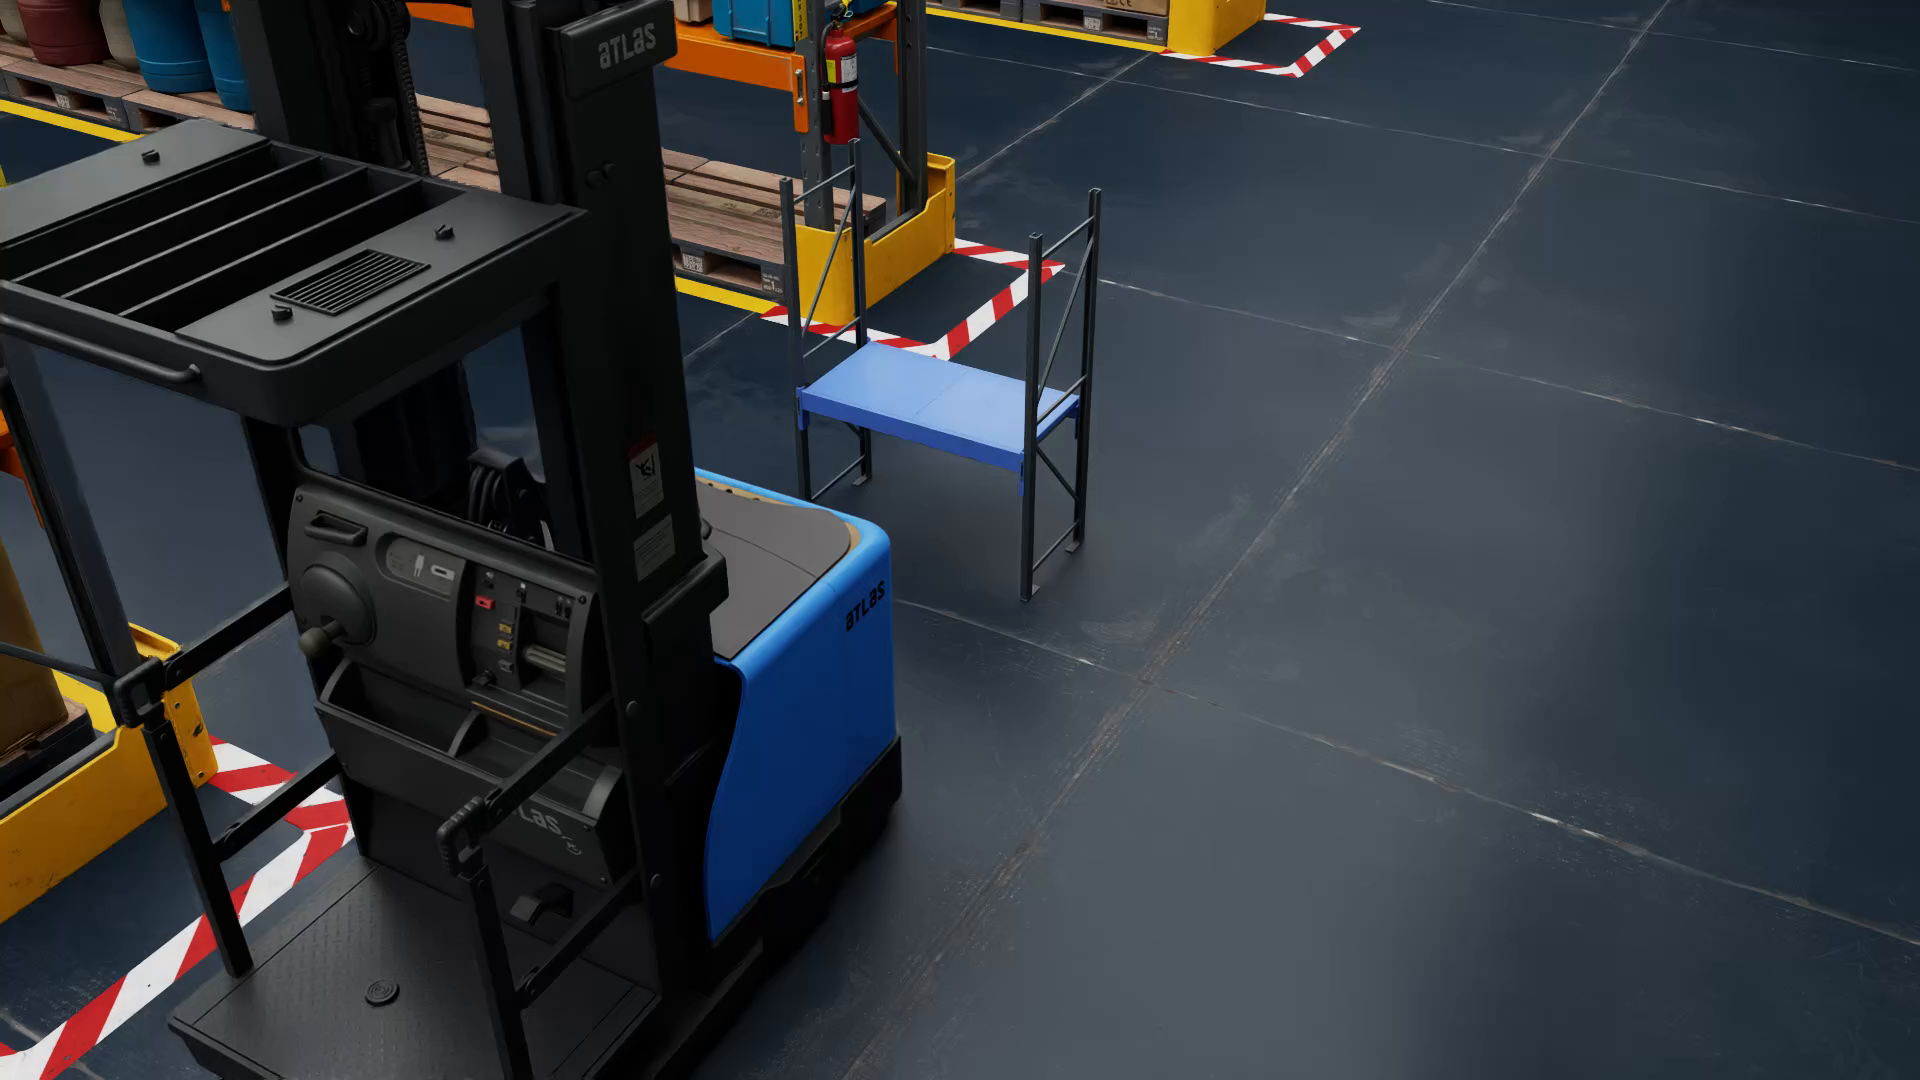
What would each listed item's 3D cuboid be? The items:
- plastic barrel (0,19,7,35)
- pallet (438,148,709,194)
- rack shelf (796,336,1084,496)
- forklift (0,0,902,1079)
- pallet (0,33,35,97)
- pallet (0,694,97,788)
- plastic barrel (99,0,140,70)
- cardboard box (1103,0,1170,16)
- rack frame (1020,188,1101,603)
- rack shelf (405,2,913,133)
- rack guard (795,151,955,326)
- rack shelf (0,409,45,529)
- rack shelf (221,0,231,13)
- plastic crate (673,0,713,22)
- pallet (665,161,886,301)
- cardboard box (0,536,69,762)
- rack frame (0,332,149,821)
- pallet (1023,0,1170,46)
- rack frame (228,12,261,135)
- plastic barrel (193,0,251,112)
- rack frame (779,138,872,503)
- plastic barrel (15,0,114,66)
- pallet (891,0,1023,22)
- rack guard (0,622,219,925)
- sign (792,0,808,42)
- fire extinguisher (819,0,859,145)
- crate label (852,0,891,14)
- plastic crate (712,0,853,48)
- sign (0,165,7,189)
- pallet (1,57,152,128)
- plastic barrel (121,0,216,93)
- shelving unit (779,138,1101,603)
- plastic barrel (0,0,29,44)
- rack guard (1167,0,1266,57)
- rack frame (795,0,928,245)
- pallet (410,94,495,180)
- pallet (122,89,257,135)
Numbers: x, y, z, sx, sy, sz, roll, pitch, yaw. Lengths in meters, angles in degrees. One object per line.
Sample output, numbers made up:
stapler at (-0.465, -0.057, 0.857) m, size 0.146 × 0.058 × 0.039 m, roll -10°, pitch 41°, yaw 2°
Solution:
plastic barrel at (-6.983, -3.984, 11.606) m, size 0.708 × 0.830 × 0.600 m, roll 18°, pitch 37°, yaw 24°
pallet at (-2.223, -2.060, 9.653) m, size 1.213 × 0.211 × 1.003 m, roll 18°, pitch 37°, yaw 24°
rack shelf at (-0.074, -0.498, 6.469) m, size 1.000 × 0.185 × 0.538 m, roll 18°, pitch 37°, yaw 24°
forklift at (-1.341, 0.219, 3.777) m, size 1.130 × 2.935 × 3.031 m, roll 17°, pitch 37°, yaw 24°
pallet at (-6.711, -3.482, 11.788) m, size 1.213 × 0.211 × 1.003 m, roll 18°, pitch 37°, yaw 24°
pallet at (-3.662, 0.723, 5.474) m, size 1.213 × 0.211 × 1.003 m, roll 18°, pitch 37°, yaw 24°
plastic barrel at (-5.468, -3.429, 11.059) m, size 0.421 × 0.512 × 0.421 m, roll 0°, pitch 34°, yaw 0°
cardboard box at (1.396, -4.196, 12.202) m, size 0.500 × 0.500 × 0.500 m, roll 18°, pitch 37°, yaw 24°
rack frame at (0.367, -0.508, 6.160) m, size 0.032 × 1.500 × 0.500 m, roll 18°, pitch 37°, yaw 24°
rack shelf at (-2.207, -2.890, 9.032) m, size 4.000 × 0.370 × 1.077 m, roll 18°, pitch 37°, yaw 24°
rack guard at (-0.444, -1.598, 8.699) m, size 0.348 × 0.500 × 1.175 m, roll 18°, pitch 37°, yaw 24°
rack shelf at (-4.665, -0.506, 5.453) m, size 4.000 × 0.370 × 1.077 m, roll 18°, pitch 37°, yaw 24°
rack shelf at (-5.680, -3.990, 10.684) m, size 4.000 × 0.370 × 1.077 m, roll 18°, pitch 37°, yaw 24°
plastic crate at (-1.269, -2.692, 8.269) m, size 0.243 × 0.136 × 0.396 m, roll 18°, pitch 37°, yaw 24°
pallet at (-1.168, -1.724, 9.149) m, size 1.213 × 0.211 × 1.003 m, roll 18°, pitch 37°, yaw 24°
cardboard box at (-3.524, 0.316, 5.107) m, size 0.875 × 0.875 × 0.875 m, roll 18°, pitch 37°, yaw 24°
rack frame at (-2.928, -0.256, 4.428) m, size 0.127 × 3.000 × 1.000 m, roll 18°, pitch 37°, yaw 24°
pallet at (1.231, -4.101, 12.718) m, size 1.213 × 0.211 × 1.003 m, roll 18°, pitch 37°, yaw 24°
rack frame at (-3.944, -3.739, 9.659) m, size 0.127 × 3.000 × 1.000 m, roll 18°, pitch 37°, yaw 24°
plastic barrel at (-4.408, -3.198, 10.361) m, size 0.708 × 0.901 × 0.600 m, roll 18°, pitch 37°, yaw 24°
rack frame at (-0.515, -0.788, 6.579) m, size 0.032 × 1.500 × 0.500 m, roll 18°, pitch 37°, yaw 24°
plastic barrel at (-6.003, -3.573, 11.207) m, size 0.708 × 0.588 × 0.600 m, roll 18°, pitch 37°, yaw 24°
pallet at (0.176, -4.437, 13.223) m, size 1.213 × 0.211 × 1.003 m, roll 18°, pitch 37°, yaw 24°
rack guard at (-2.908, 0.791, 5.111) m, size 0.348 × 0.500 × 1.175 m, roll 18°, pitch 37°, yaw 24°
sign at (-0.730, -2.438, 7.558) m, size 0.005 × 0.325 × 0.100 m, roll 18°, pitch 37°, yaw 24°
fire extinguisher at (-0.565, -2.192, 7.741) m, size 0.183 × 0.674 × 0.296 m, roll 18°, pitch 37°, yaw 24°
crate label at (-0.522, -2.821, 8.377) m, size 0.303 × 0.233 × 0.416 m, roll 18°, pitch 37°, yaw 24°
plastic crate at (-0.854, -2.681, 7.984) m, size 0.499 × 0.435 × 0.616 m, roll 18°, pitch 37°, yaw 24°
sign at (-2.648, -0.914, 4.564) m, size 0.005 × 0.325 × 0.100 m, roll 18°, pitch 37°, yaw 24°
pallet at (-5.656, -3.146, 11.284) m, size 1.213 × 0.211 × 1.003 m, roll 18°, pitch 37°, yaw 24°
plastic barrel at (-5.022, -3.393, 10.654) m, size 0.708 × 0.901 × 0.600 m, roll 18°, pitch 37°, yaw 24°
shelving unit at (-0.074, -0.648, 6.370) m, size 1.048 × 1.500 × 0.538 m, roll 18°, pitch 37°, yaw 24°
plastic barrel at (-6.449, -3.740, 11.526) m, size 0.421 × 0.512 × 0.421 m, roll 0°, pitch 34°, yaw 0°
rack guard at (1.924, -4.002, 12.309) m, size 0.348 × 0.500 × 1.175 m, roll 18°, pitch 37°, yaw 24°
rack frame at (-0.471, -2.639, 8.007) m, size 0.127 × 3.000 × 1.000 m, roll 18°, pitch 37°, yaw 24°
pallet at (-3.286, -2.395, 10.156) m, size 1.213 × 0.211 × 1.003 m, roll 18°, pitch 37°, yaw 24°
pallet at (-4.593, -2.811, 10.781) m, size 1.213 × 0.211 × 1.003 m, roll 18°, pitch 37°, yaw 24°
